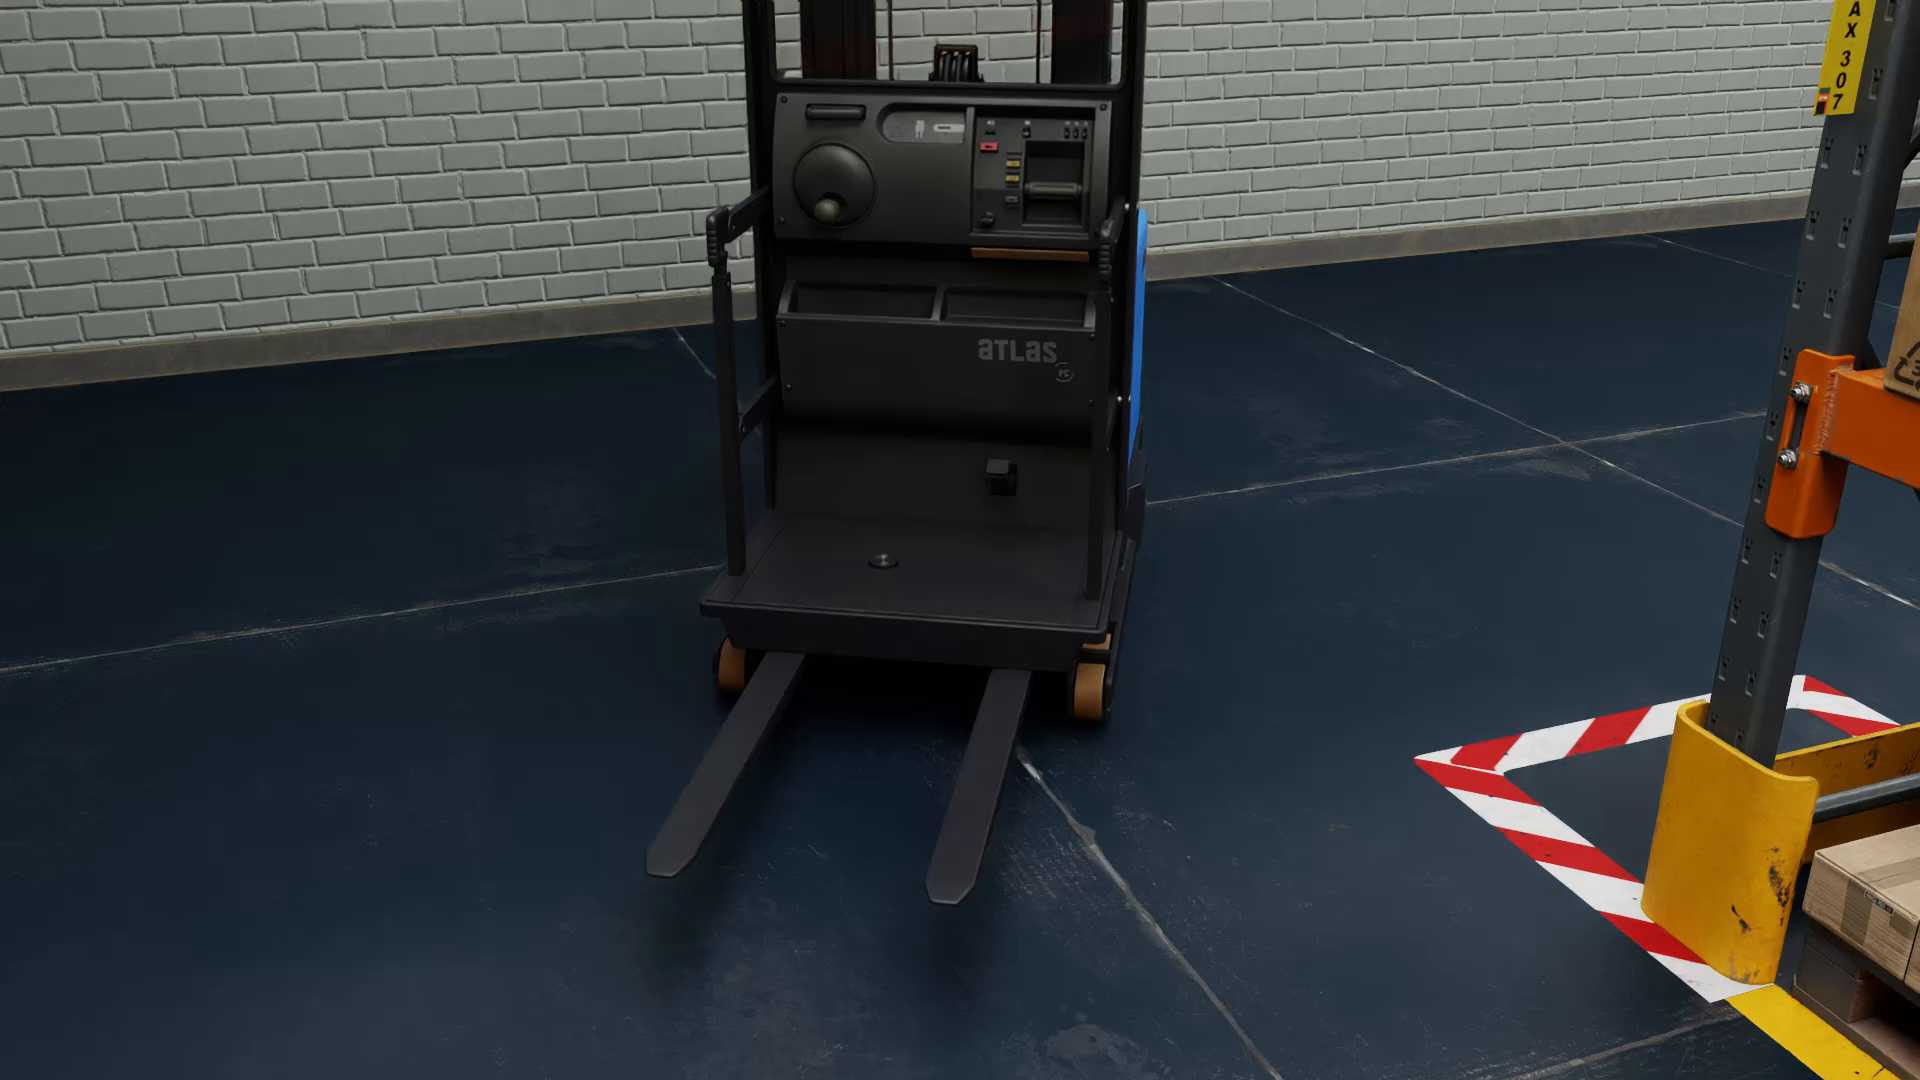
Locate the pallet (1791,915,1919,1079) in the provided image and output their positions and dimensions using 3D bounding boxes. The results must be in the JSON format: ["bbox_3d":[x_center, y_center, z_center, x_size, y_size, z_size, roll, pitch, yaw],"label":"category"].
[{"bbox_3d":[2.414,0.999,3.109,1.003,0.211,1.213,-8,24,-19],"label":"pallet"}]

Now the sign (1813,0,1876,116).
[{"bbox_3d":[1.597,-0.928,2.975,0.100,0.325,0.005,-8,24,-19],"label":"sign"}]

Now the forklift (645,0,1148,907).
[{"bbox_3d":[-0.087,-1.000,4.349,1.130,2.935,3.031,4,23,9],"label":"forklift"}]

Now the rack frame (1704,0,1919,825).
[{"bbox_3d":[2.105,-0.603,3.319,1.000,3.000,0.127,-8,24,-19],"label":"rack frame"}]

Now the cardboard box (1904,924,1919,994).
[{"bbox_3d":[2.020,0.790,3.096,0.380,0.166,0.250,-8,24,-19],"label":"cardboard box"}]

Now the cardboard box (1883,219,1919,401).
[{"bbox_3d":[2.015,-0.452,2.832,0.500,0.500,0.500,-8,24,-18],"label":"cardboard box"}]

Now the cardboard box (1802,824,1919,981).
[{"bbox_3d":[1.931,0.707,3.315,0.380,0.149,0.250,-8,24,-19],"label":"cardboard box"}]

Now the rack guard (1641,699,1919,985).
[{"bbox_3d":[2.132,0.576,3.739,1.175,0.500,0.348,-8,24,-19],"label":"rack guard"}]

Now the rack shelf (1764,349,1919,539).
[{"bbox_3d":[2.811,0.455,1.735,1.077,0.370,4.000,-8,24,-19],"label":"rack shelf"}]
